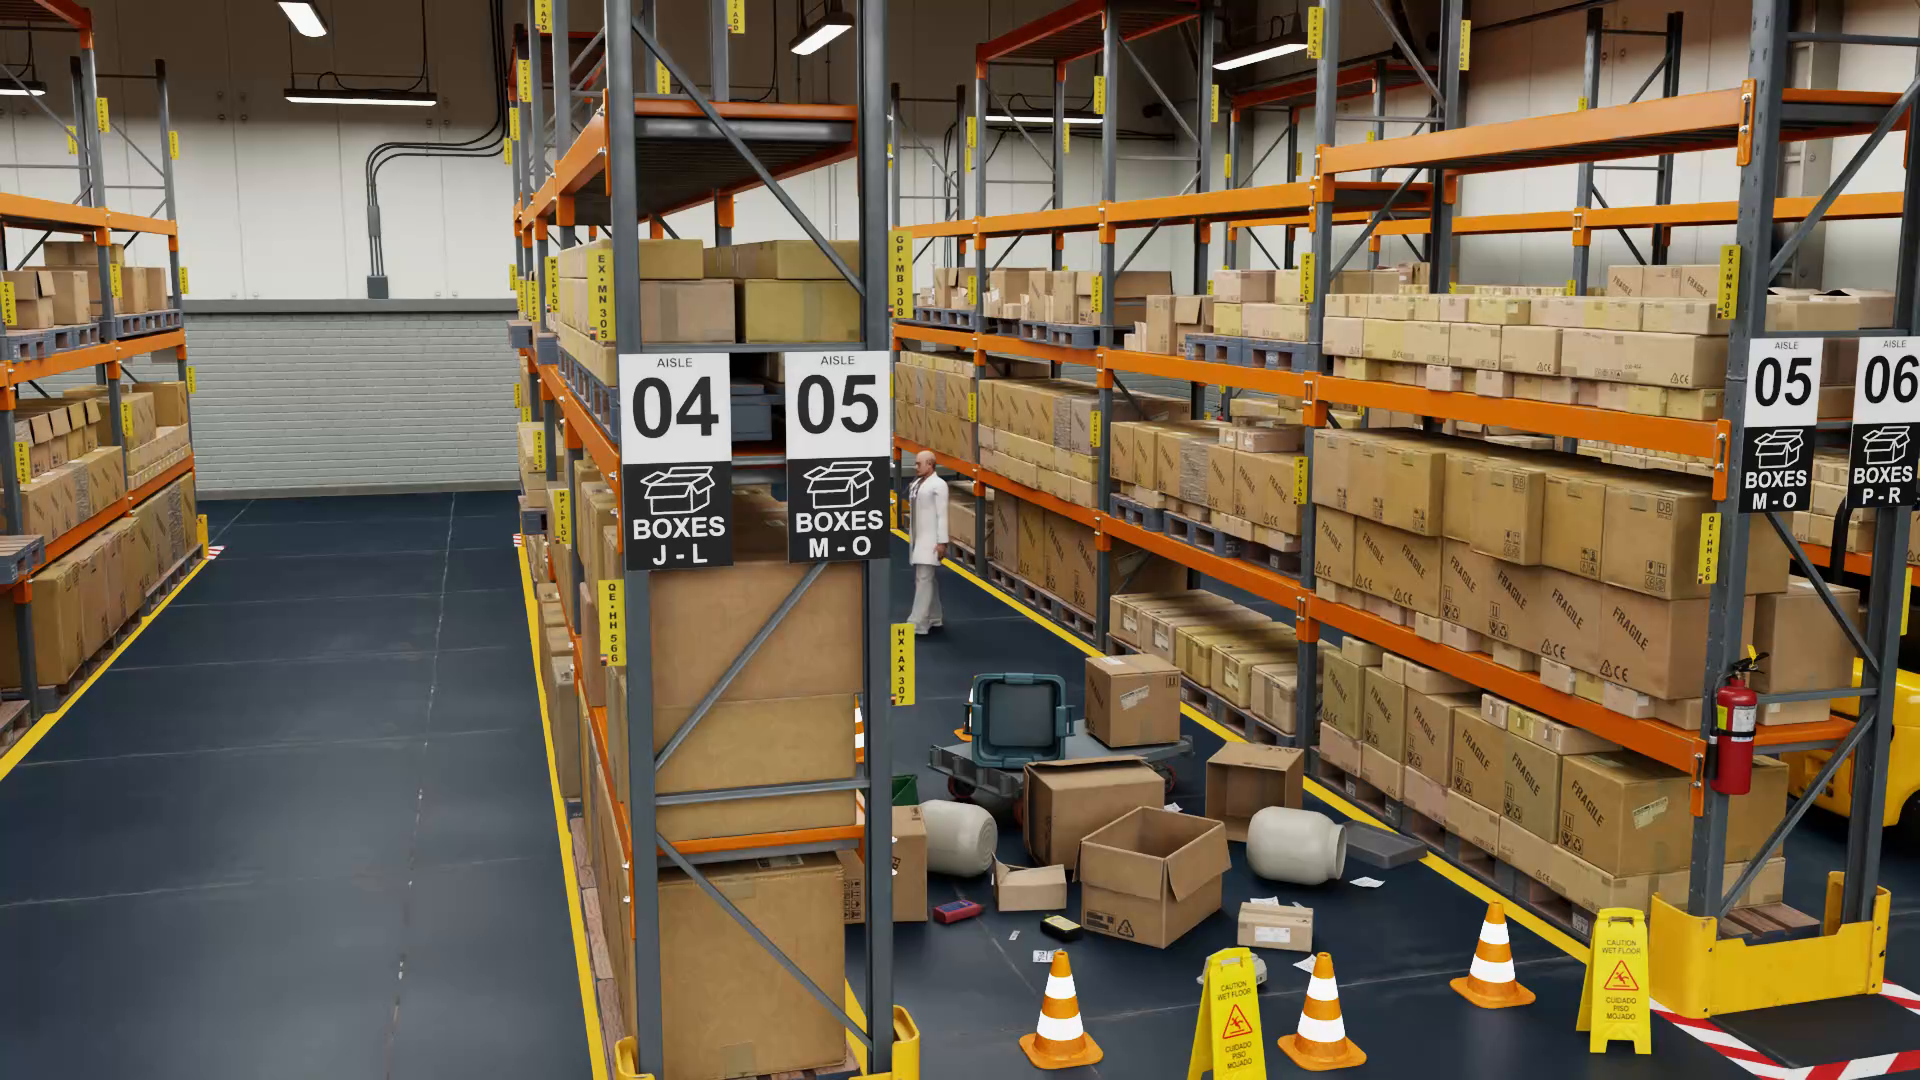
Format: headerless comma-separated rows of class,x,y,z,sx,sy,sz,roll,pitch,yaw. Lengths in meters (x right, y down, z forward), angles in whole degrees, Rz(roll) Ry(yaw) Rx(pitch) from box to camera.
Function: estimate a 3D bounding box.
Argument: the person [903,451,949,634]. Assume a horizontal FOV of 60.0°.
person,-0.414,0.021,16.245,0.674,1.777,0.614,-5,10,-28
